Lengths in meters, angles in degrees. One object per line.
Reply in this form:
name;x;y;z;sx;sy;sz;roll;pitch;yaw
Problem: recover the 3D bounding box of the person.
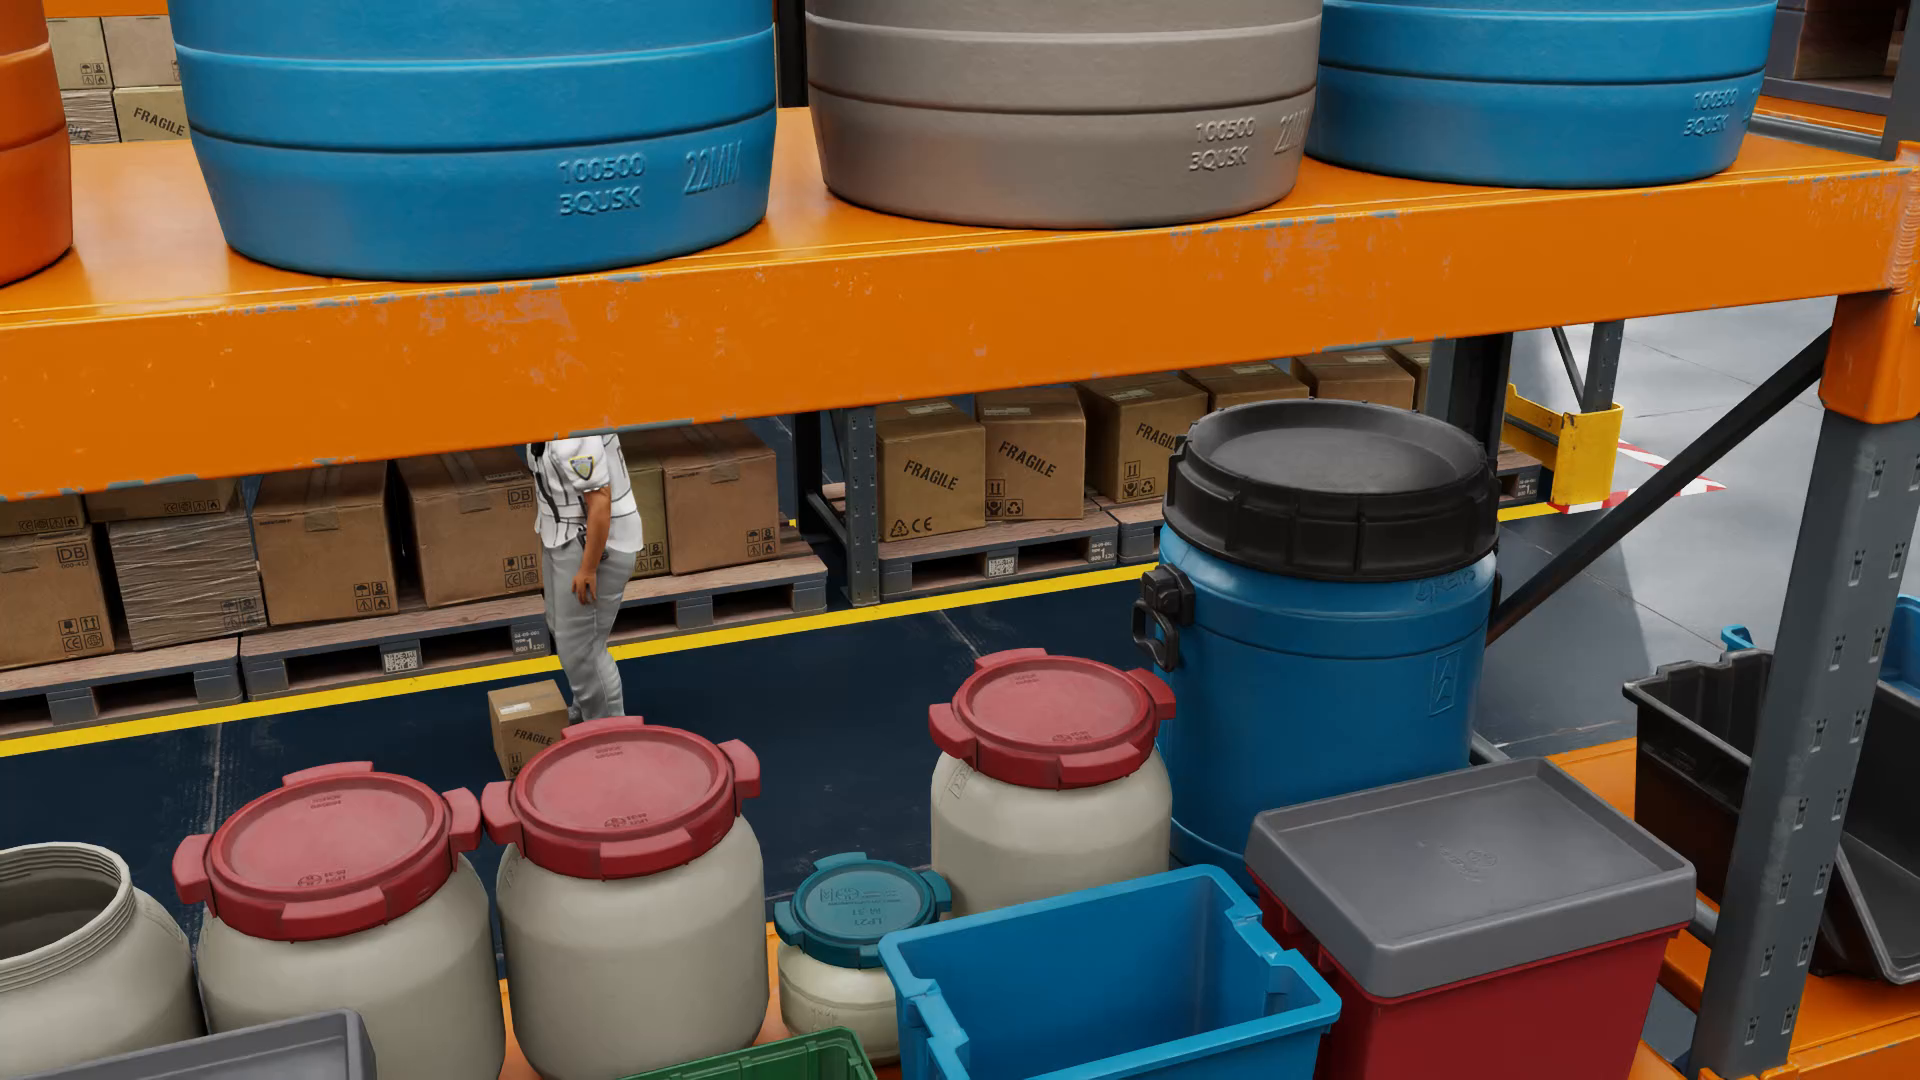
person;-1.405;0.025;6.025;0.466;1.666;0.564;-10;25;-22
